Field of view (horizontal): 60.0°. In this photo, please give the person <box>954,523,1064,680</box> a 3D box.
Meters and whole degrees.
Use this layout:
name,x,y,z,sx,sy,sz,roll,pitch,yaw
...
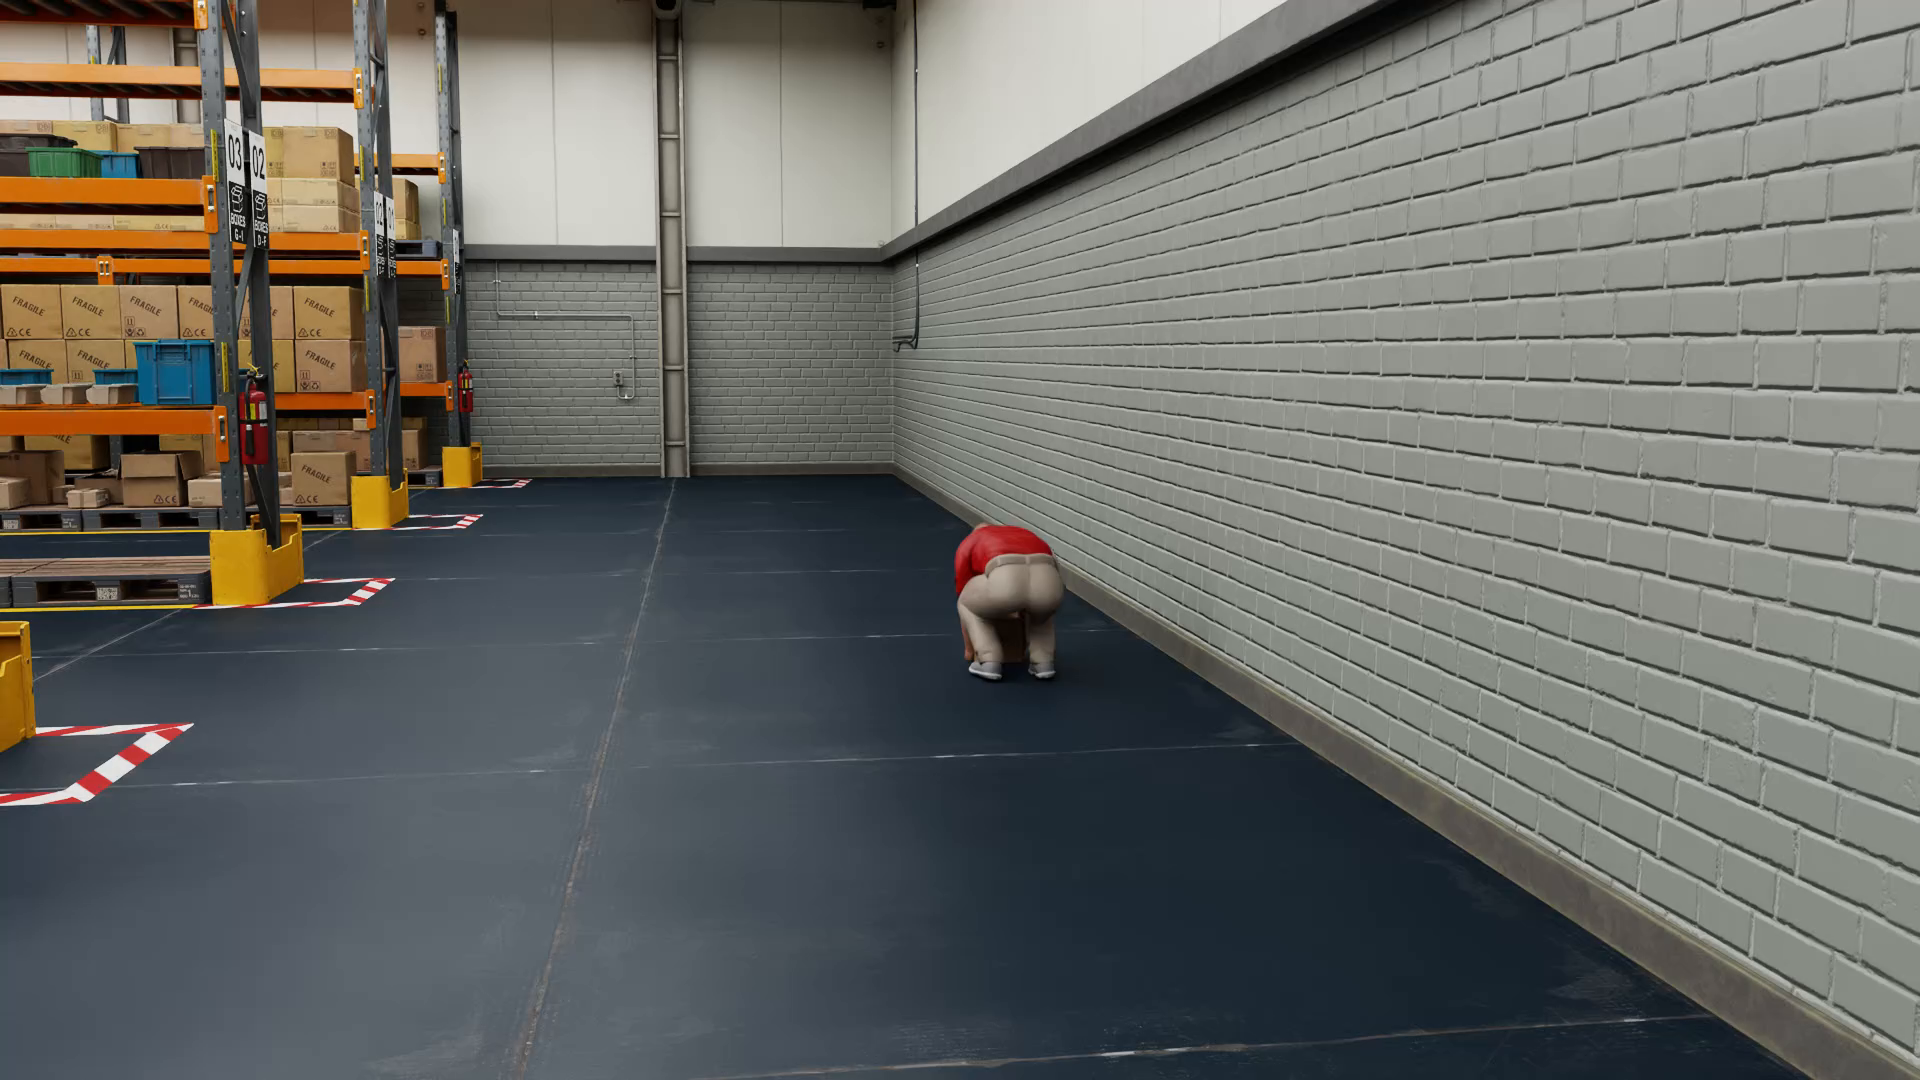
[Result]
name,x,y,z,sx,sy,sz,roll,pitch,yaw
person,0.251,0.325,8.808,0.529,0.784,0.936,-1,7,-10
